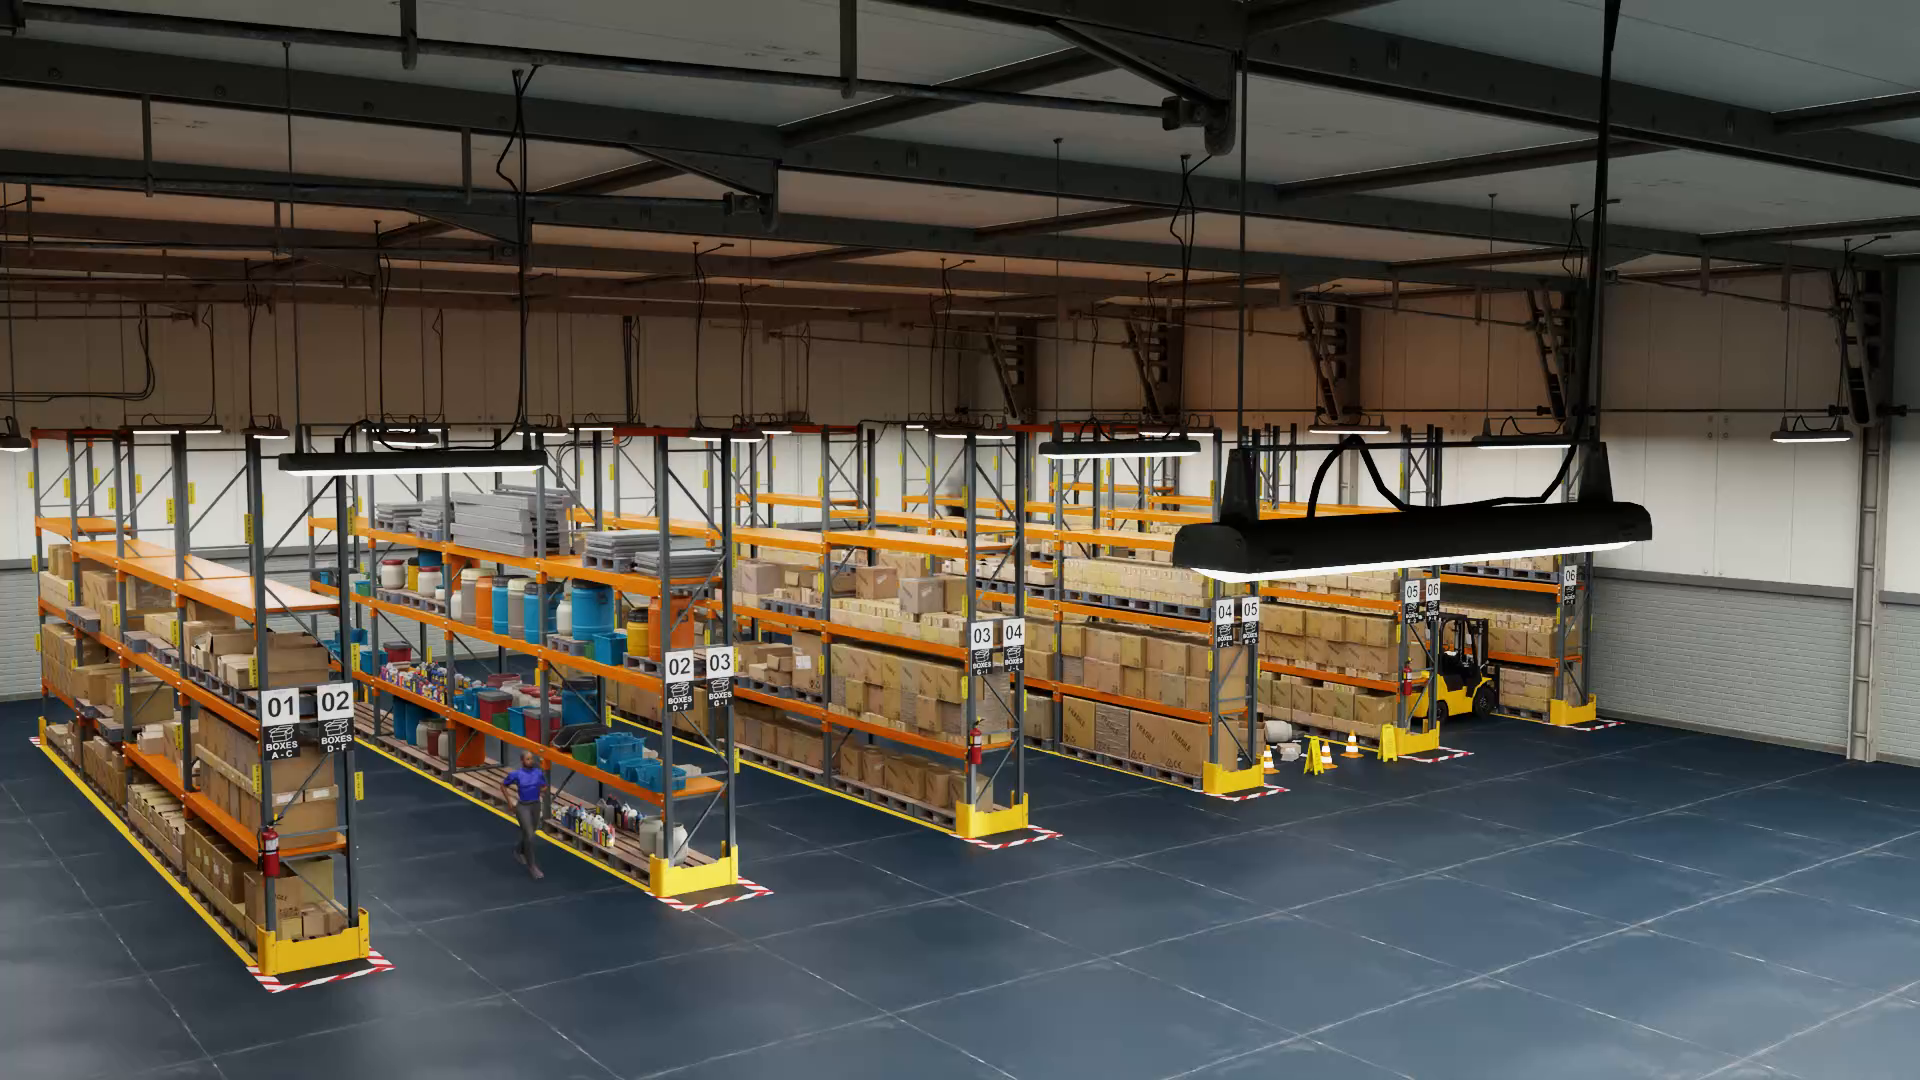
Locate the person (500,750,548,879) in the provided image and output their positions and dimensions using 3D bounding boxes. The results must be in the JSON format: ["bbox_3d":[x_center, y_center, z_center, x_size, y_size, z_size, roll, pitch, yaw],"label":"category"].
[{"bbox_3d":[-5.901,3.705,22.704,0.867,1.682,0.562,4,6,43],"label":"person"}]

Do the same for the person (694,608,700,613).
[{"bbox_3d":[-6.263,2.488,39.334,0.574,1.595,0.868,-1,5,-9],"label":"person"}]

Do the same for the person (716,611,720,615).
[{"bbox_3d":[-5.655,2.474,38.363,0.649,1.702,0.953,-3,5,-32],"label":"person"}]
